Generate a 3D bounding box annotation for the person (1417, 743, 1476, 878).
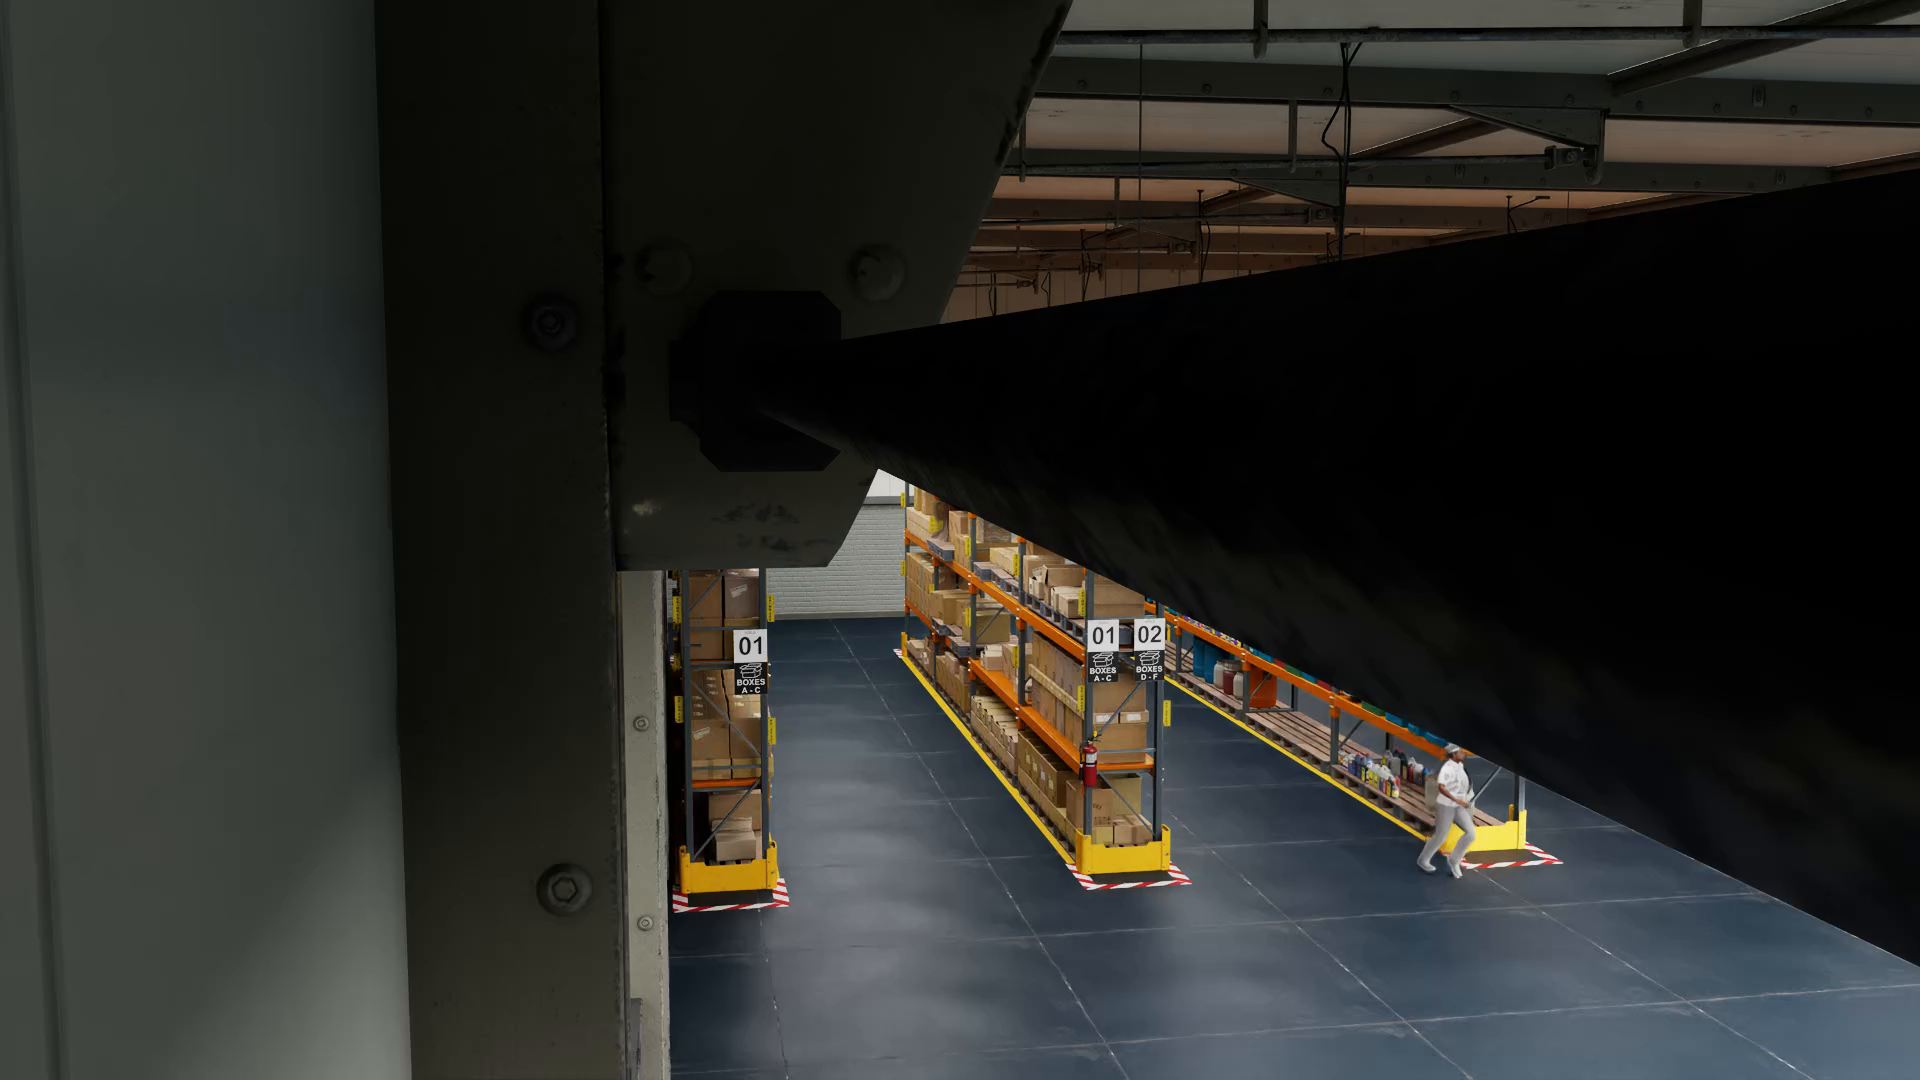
[{"bbox_3d":[6.170,3.355,20.868,0.654,1.695,0.660,-6,8,-44],"label":"person"}]
